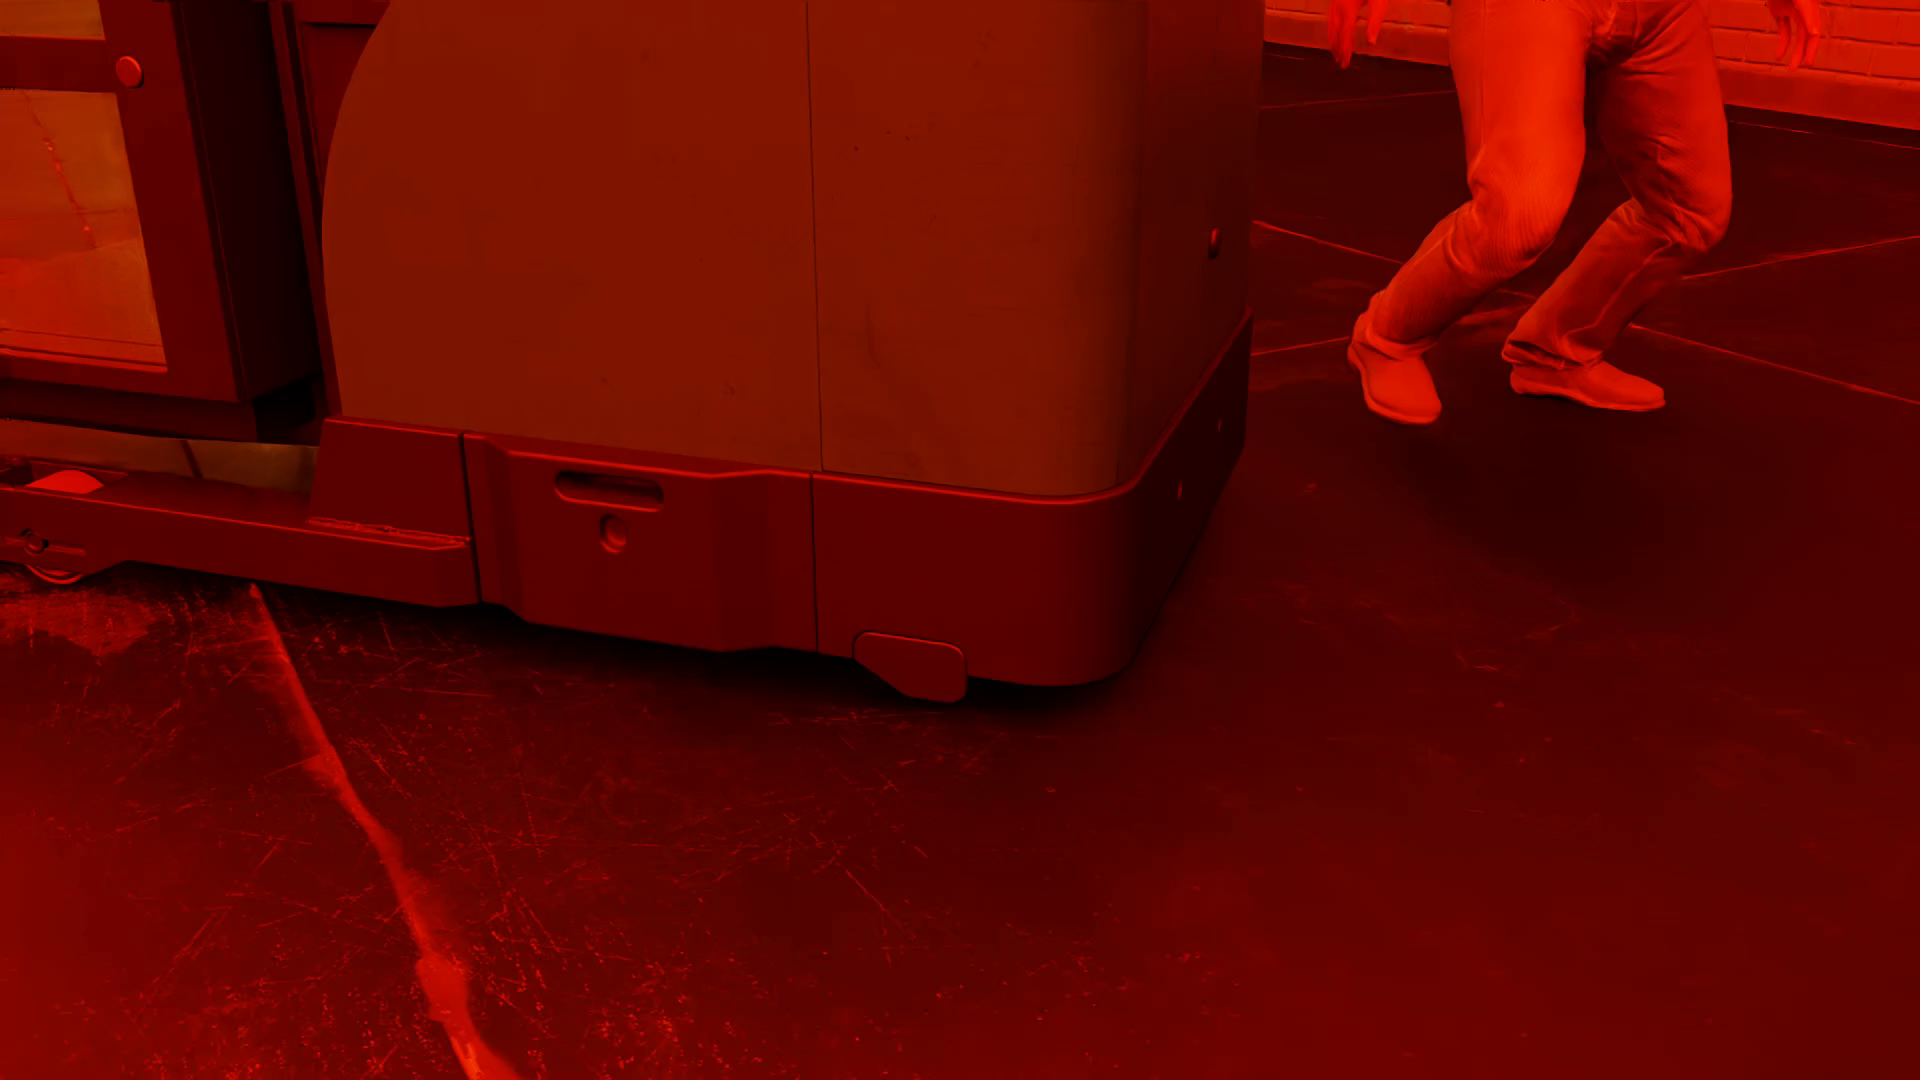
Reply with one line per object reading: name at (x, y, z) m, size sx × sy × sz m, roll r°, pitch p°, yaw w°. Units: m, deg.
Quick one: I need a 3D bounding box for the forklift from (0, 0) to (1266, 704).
forklift at (-1.091, -1.471, 2.358) m, size 3.031 × 2.935 × 1.130 m, roll 7°, pitch 23°, yaw 17°

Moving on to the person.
person at (1.049, -0.959, 2.795) m, size 0.904 × 1.674 × 0.550 m, roll -9°, pitch 24°, yaw -20°
